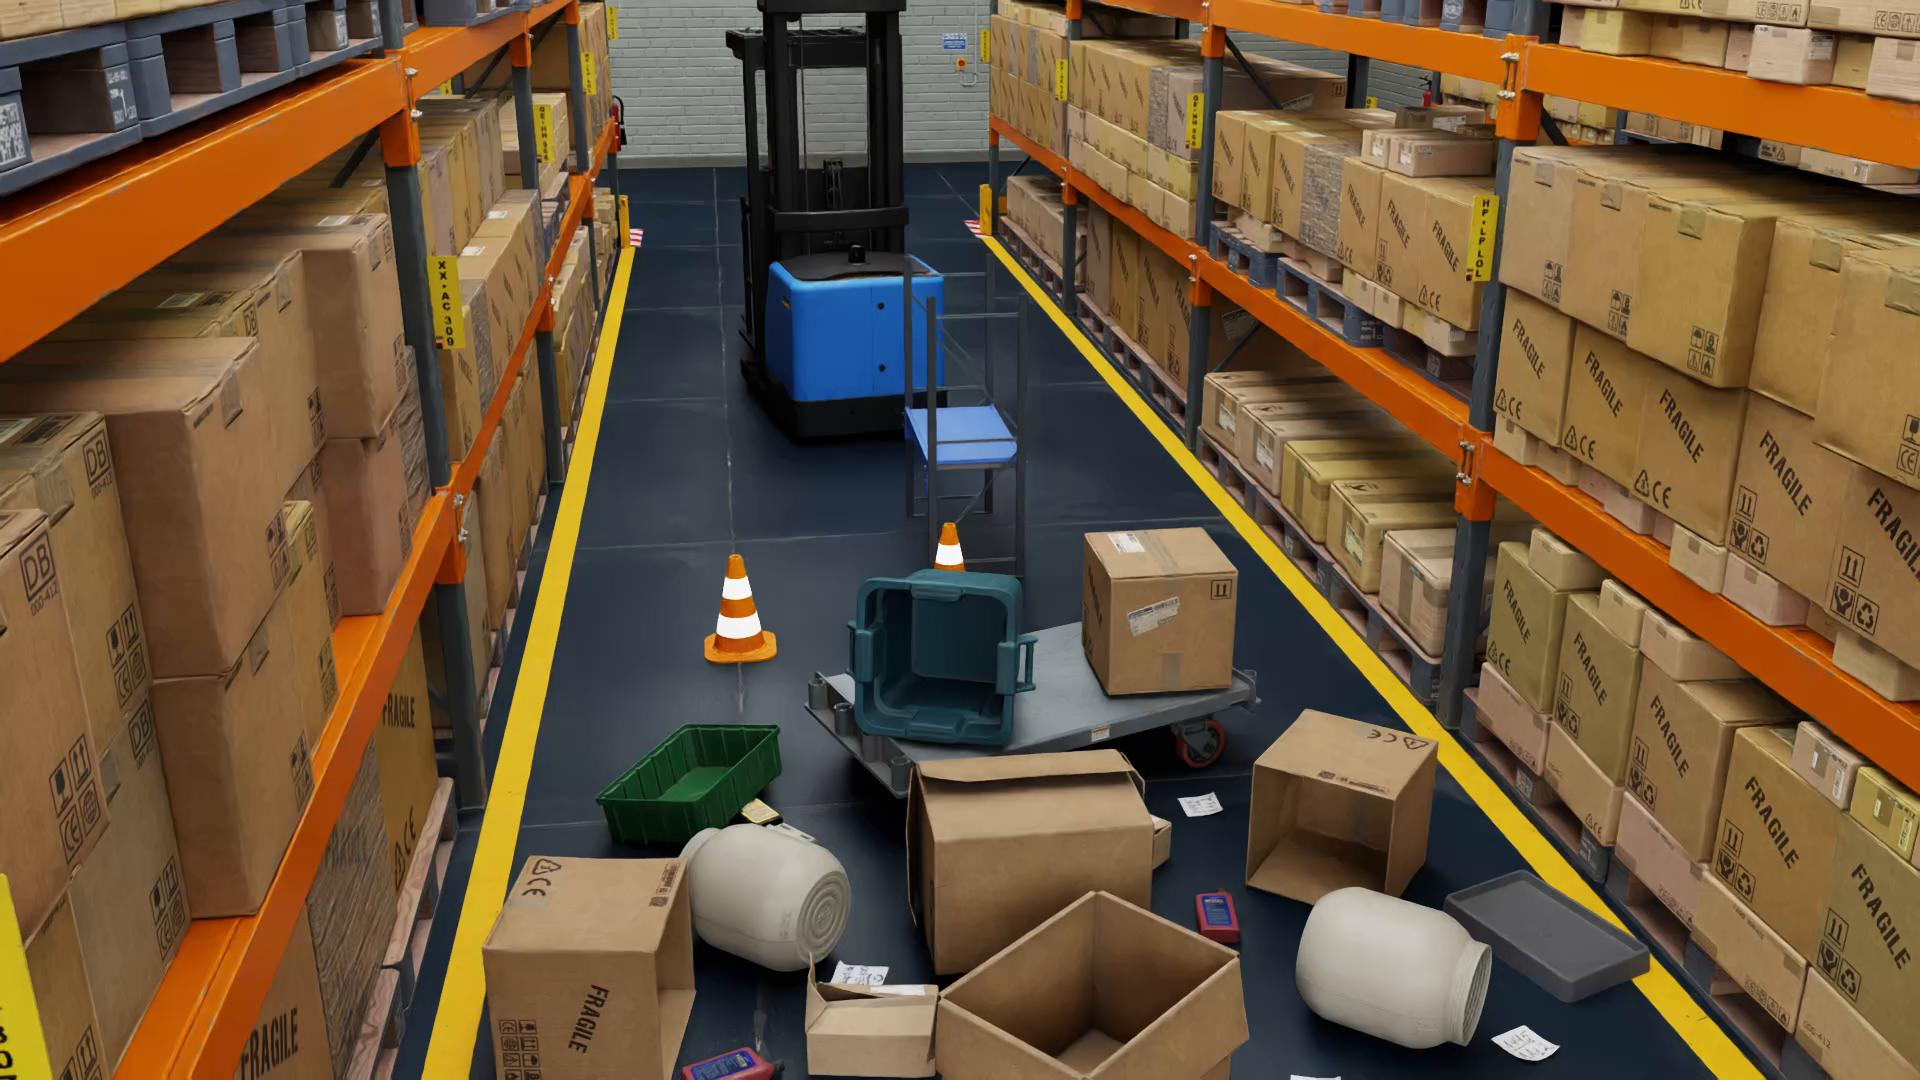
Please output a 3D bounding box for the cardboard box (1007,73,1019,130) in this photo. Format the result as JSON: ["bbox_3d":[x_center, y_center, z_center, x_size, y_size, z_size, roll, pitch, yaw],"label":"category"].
[{"bbox_3d":[0.758,-4.309,16.324,0.500,0.500,0.500,-3,21,-8],"label":"cardboard box"}]

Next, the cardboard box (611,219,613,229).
[{"bbox_3d":[-3.632,-3.162,16.443,0.380,0.149,0.250,-4,21,-10],"label":"cardboard box"}]

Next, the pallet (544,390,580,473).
[{"bbox_3d":[-3.025,-0.704,10.798,1.003,0.211,1.213,-3,21,-8],"label":"pallet"}]

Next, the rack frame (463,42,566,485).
[{"bbox_3d":[-2.914,-1.739,9.586,1.000,3.000,0.127,-3,21,-8],"label":"rack frame"}]

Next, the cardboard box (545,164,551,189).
[{"bbox_3d":[-2.972,-2.442,11.227,0.380,0.149,0.250,-3,21,-7],"label":"cardboard box"}]

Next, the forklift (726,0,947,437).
[{"bbox_3d":[-1.001,-2.522,11.780,1.130,2.935,3.031,-6,21,-16],"label":"forklift"}]

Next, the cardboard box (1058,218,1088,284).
[{"bbox_3d":[1.409,-2.628,15.027,0.875,0.438,0.875,-3,21,-9],"label":"cardboard box"}]

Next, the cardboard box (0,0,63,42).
[{"bbox_3d":[-1.566,-0.810,2.428,0.380,0.149,0.250,-3,21,-8],"label":"cardboard box"}]

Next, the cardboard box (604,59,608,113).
[{"bbox_3d":[-3.679,-4.374,16.072,0.500,0.500,0.500,-3,21,-9],"label":"cardboard box"}]

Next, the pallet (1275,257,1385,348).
[{"bbox_3d":[2.296,-1.251,8.552,1.003,0.211,1.213,-3,21,-8],"label":"pallet"}]

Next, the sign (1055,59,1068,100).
[{"bbox_3d":[0.844,-3.823,13.814,0.100,0.325,0.005,-3,21,-8],"label":"sign"}]

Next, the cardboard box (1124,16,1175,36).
[{"bbox_3d":[1.604,-4.350,14.078,0.380,0.149,0.250,-3,21,-9],"label":"cardboard box"}]

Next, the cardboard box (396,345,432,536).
[{"bbox_3d":[-2.272,-0.298,5.511,0.875,0.550,0.550,-3,21,-8],"label":"cardboard box"}]

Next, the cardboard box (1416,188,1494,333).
[{"bbox_3d":[2.253,-1.170,6.894,0.500,0.500,0.500,-3,21,-9],"label":"cardboard box"}]

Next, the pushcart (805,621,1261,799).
[{"bbox_3d":[0.297,0.722,6.745,1.648,0.377,0.936,-11,23,-26],"label":"pushcart"}]

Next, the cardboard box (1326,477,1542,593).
[{"bbox_3d":[2.361,-0.035,8.178,0.950,0.372,0.625,-2,21,-4],"label":"cardboard box"}]

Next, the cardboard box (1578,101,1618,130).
[{"bbox_3d":[5.990,-3.894,15.143,0.500,0.250,0.500,-2,21,-6],"label":"cardboard box"}]

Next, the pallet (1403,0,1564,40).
[{"bbox_3d":[2.563,-2.175,6.735,1.213,0.211,1.003,-3,21,-8],"label":"pallet"}]

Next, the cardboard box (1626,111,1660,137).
[{"bbox_3d":[6.153,-3.725,14.160,0.700,0.500,0.500,-2,21,-6],"label":"cardboard box"}]

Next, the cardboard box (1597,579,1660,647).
[{"bbox_3d":[2.399,0.239,5.619,0.380,0.149,0.250,-2,21,-6],"label":"cardboard box"}]

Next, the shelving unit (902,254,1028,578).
[{"bbox_3d":[0.012,-0.673,8.875,0.538,1.500,1.048,-3,21,-8],"label":"shelving unit"}]

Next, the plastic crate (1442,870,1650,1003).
[{"bbox_3d":[1.961,1.314,5.585,0.402,0.080,0.583,-11,23,-26],"label":"plastic crate"}]

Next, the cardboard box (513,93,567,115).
[{"bbox_3d":[-3.240,-3.353,12.815,0.380,0.149,0.250,-2,21,-5],"label":"cardboard box"}]

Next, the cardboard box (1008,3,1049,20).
[{"bbox_3d":[0.682,-5.203,16.360,0.380,0.149,0.250,-4,21,-10],"label":"cardboard box"}]

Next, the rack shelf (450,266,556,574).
[{"bbox_3d":[-2.626,-0.710,7.858,1.077,0.370,4.000,-3,21,-8],"label":"rack shelf"}]

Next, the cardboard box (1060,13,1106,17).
[{"bbox_3d":[1.077,-4.502,14.484,0.380,0.149,0.250,-3,21,-8],"label":"cardboard box"}]

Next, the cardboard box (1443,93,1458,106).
[{"bbox_3d":[5.504,-4.800,18.140,0.380,0.149,0.250,-3,21,-8],"label":"cardboard box"}]

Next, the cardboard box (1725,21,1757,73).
[{"bbox_3d":[2.500,-1.451,4.885,0.380,0.149,0.250,-4,21,-9],"label":"cardboard box"}]

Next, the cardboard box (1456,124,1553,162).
[{"bbox_3d":[2.570,-1.877,7.860,0.380,0.149,0.250,-2,21,-5],"label":"cardboard box"}]

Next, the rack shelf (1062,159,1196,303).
[{"bbox_3d":[1.681,-2.379,12.328,1.077,0.370,4.000,-3,21,-8],"label":"rack shelf"}]

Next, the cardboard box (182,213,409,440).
[{"bbox_3d":[-2.124,-0.616,4.822,0.875,0.550,0.550,-3,21,-8],"label":"cardboard box"}]

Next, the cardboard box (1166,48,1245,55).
[{"bbox_3d":[1.842,-3.427,12.532,0.500,0.500,0.500,-2,21,-6],"label":"cardboard box"}]

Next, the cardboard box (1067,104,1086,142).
[{"bbox_3d":[1.178,-3.406,13.549,0.500,0.250,0.500,-4,21,-9],"label":"cardboard box"}]

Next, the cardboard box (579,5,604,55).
[{"bbox_3d":[-3.682,-4.842,15.897,0.500,0.500,0.500,-4,21,-10],"label":"cardboard box"}]

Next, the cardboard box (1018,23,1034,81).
[{"bbox_3d":[0.840,-4.599,15.672,0.500,0.500,0.500,-3,21,-8],"label":"cardboard box"}]

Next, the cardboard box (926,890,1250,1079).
[{"bbox_3d":[0.365,1.435,4.655,0.637,0.503,0.797,17,27,39],"label":"cardboard box"}]

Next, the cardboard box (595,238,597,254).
[{"bbox_3d":[-3.316,-2.492,14.226,0.380,0.149,0.250,-2,21,-5],"label":"cardboard box"}]

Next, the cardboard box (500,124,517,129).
[{"bbox_3d":[-2.940,-2.630,10.880,0.380,0.149,0.250,-2,21,-5],"label":"cardboard box"}]

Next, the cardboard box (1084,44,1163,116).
[{"bbox_3d":[1.273,-3.583,12.949,0.500,0.500,0.500,-3,21,-8],"label":"cardboard box"}]

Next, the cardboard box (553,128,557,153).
[{"bbox_3d":[-3.086,-2.853,11.901,0.380,0.149,0.250,-4,21,-11],"label":"cardboard box"}]

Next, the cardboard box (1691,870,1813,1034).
[{"bbox_3d":[2.592,1.210,5.018,0.500,0.250,0.500,-4,21,-10],"label":"cardboard box"}]

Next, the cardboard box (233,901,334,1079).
[{"bbox_3d":[-2.053,1.293,3.903,0.875,0.875,0.875,-3,21,-9],"label":"cardboard box"}]

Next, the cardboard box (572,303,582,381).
[{"bbox_3d":[-2.918,-1.374,11.581,0.500,0.500,0.500,-3,21,-9],"label":"cardboard box"}]

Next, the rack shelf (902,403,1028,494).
[{"bbox_3d":[0.012,-0.505,8.938,0.538,0.185,1.000,-3,21,-8],"label":"rack shelf"}]

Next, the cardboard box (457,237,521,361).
[{"bbox_3d":[-2.363,-1.121,7.787,0.500,0.500,0.500,-3,21,-7],"label":"cardboard box"}]

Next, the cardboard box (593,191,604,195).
[{"bbox_3d":[-3.761,-3.389,16.626,0.380,0.149,0.250,-3,21,-7],"label":"cardboard box"}]

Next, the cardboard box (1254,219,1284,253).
[{"bbox_3d":[1.853,-1.688,9.208,0.380,0.149,0.250,-3,21,-7],"label":"cardboard box"}]

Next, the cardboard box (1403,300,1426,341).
[{"bbox_3d":[2.178,-0.975,7.297,0.380,0.149,0.250,-4,21,-9],"label":"cardboard box"}]

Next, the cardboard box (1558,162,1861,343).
[{"bbox_3d":[2.447,-0.952,5.482,0.700,0.500,0.500,-3,21,-7],"label":"cardboard box"}]

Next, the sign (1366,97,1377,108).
[{"bbox_3d":[2.505,-2.560,10.241,0.100,0.325,0.005,-3,21,-8],"label":"sign"}]

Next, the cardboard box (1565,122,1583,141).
[{"bbox_3d":[5.888,-3.818,15.511,0.380,0.149,0.250,-2,21,-6],"label":"cardboard box"}]

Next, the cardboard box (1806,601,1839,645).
[{"bbox_3d":[2.656,0.215,4.713,0.380,0.149,0.250,-3,21,-8],"label":"cardboard box"}]

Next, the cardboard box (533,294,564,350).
[{"bbox_3d":[-2.774,-1.367,10.491,0.500,0.250,0.500,-4,21,-10],"label":"cardboard box"}]

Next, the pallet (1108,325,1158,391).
[{"bbox_3d":[1.758,-1.416,12.705,1.003,0.211,1.213,-3,21,-8],"label":"pallet"}]

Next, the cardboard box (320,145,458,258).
[{"bbox_3d":[-2.563,-1.394,7.090,0.700,0.500,0.500,-3,21,-7],"label":"cardboard box"}]

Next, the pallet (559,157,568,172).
[{"bbox_3d":[-3.524,-2.762,12.599,1.003,0.211,1.213,-3,21,-8],"label":"pallet"}]
